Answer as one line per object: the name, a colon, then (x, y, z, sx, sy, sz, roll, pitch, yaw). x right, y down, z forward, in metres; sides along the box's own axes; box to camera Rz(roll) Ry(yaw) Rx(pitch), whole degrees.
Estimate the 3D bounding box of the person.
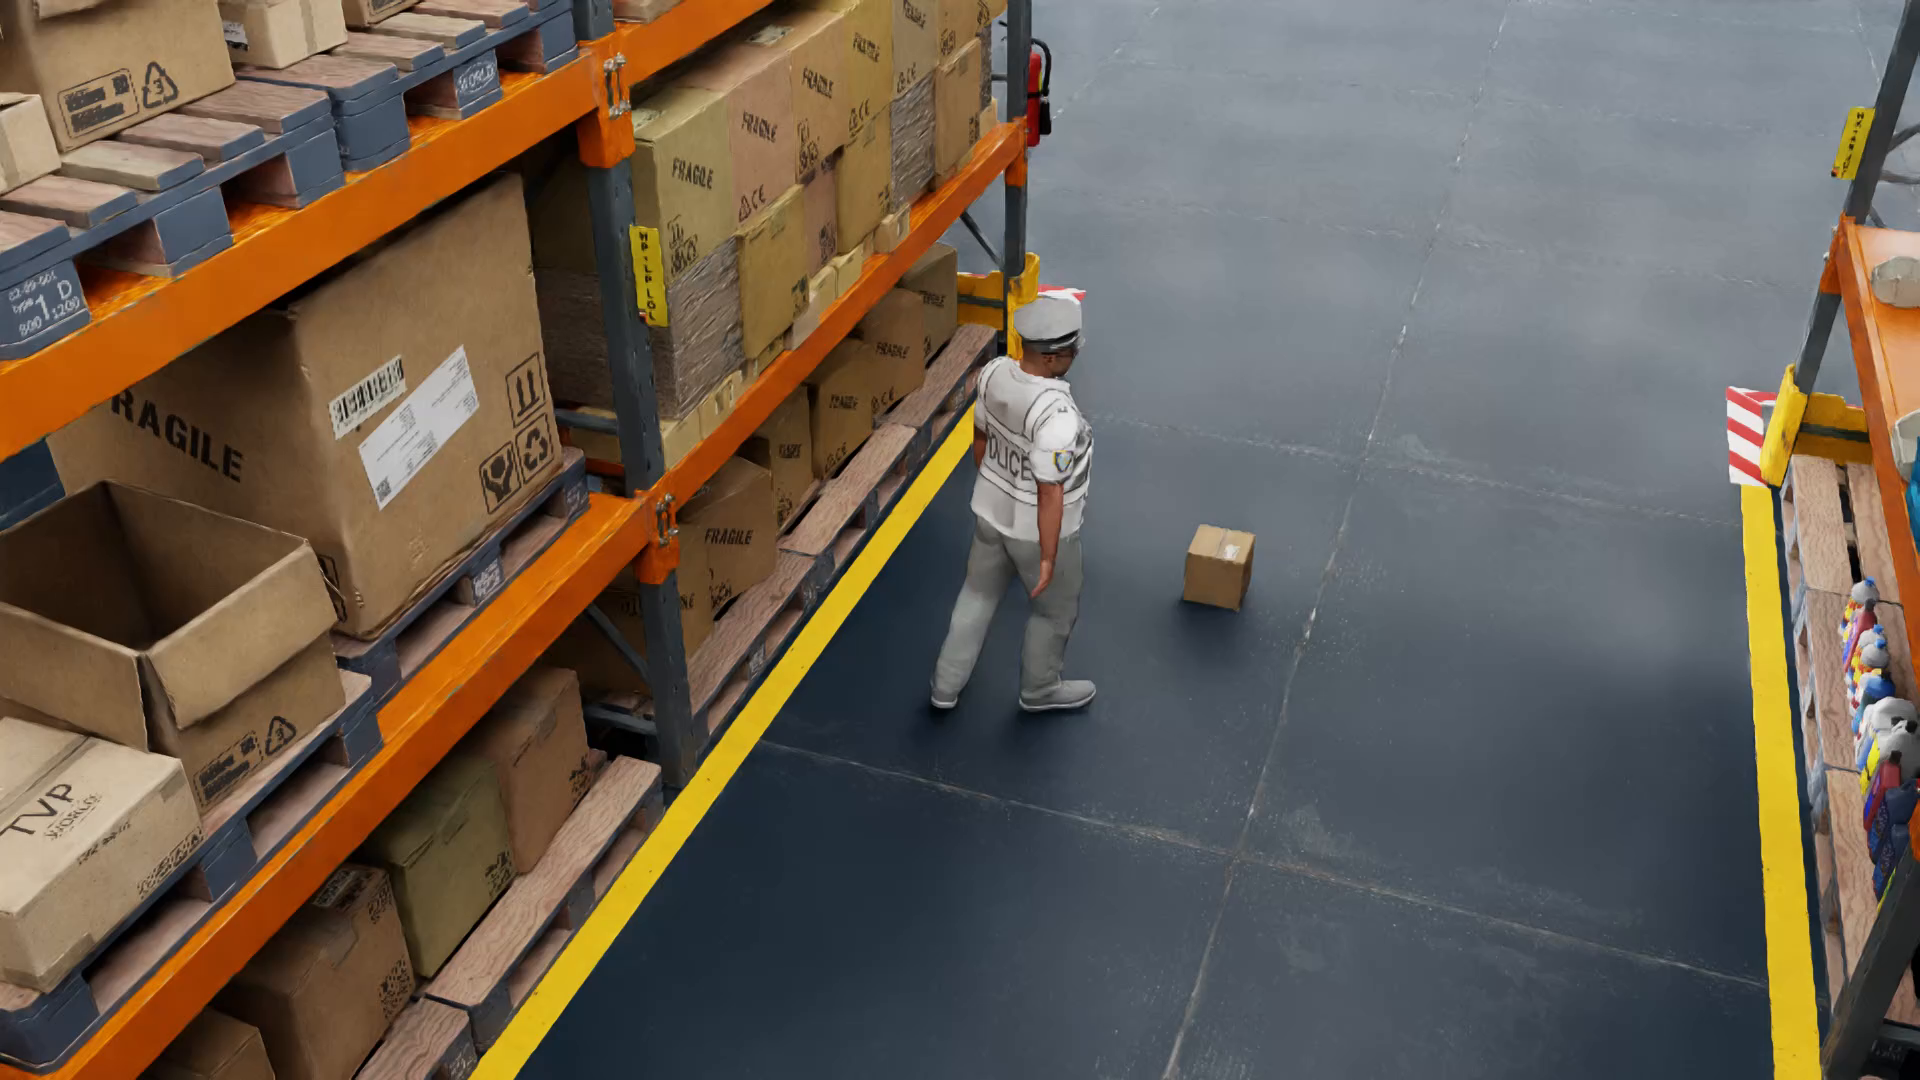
person: (0.199, -0.081, 6.256, 0.633, 1.744, 0.609, -23, 39, -31)
